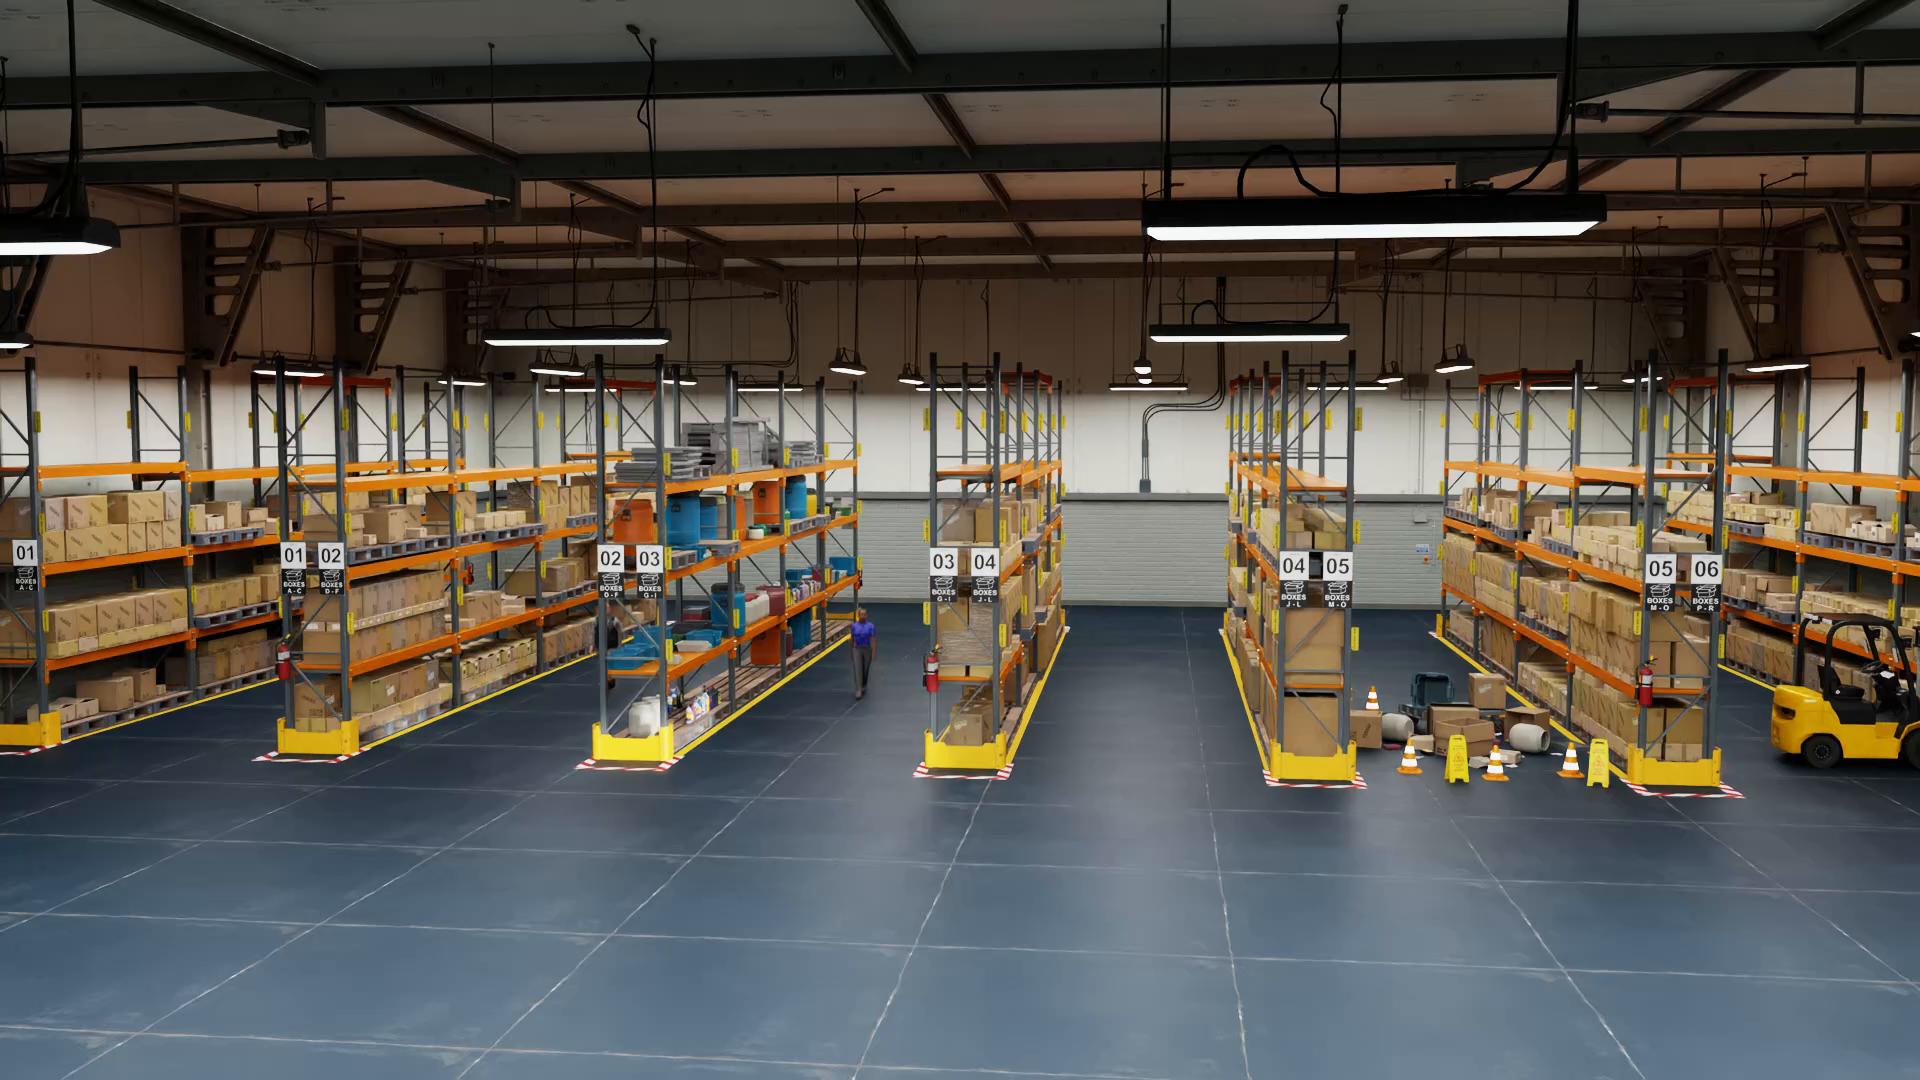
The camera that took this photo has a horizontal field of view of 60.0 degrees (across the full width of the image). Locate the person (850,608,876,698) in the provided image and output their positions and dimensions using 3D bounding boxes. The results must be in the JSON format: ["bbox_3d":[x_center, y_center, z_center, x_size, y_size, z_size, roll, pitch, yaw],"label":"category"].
[{"bbox_3d":[-1.765,2.042,30.382,0.461,1.584,1.068,-1,4,-8],"label":"person"}]

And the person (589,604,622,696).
[{"bbox_3d":[-6.540,1.991,30.565,0.533,1.658,1.069,1,4,9],"label":"person"}]
